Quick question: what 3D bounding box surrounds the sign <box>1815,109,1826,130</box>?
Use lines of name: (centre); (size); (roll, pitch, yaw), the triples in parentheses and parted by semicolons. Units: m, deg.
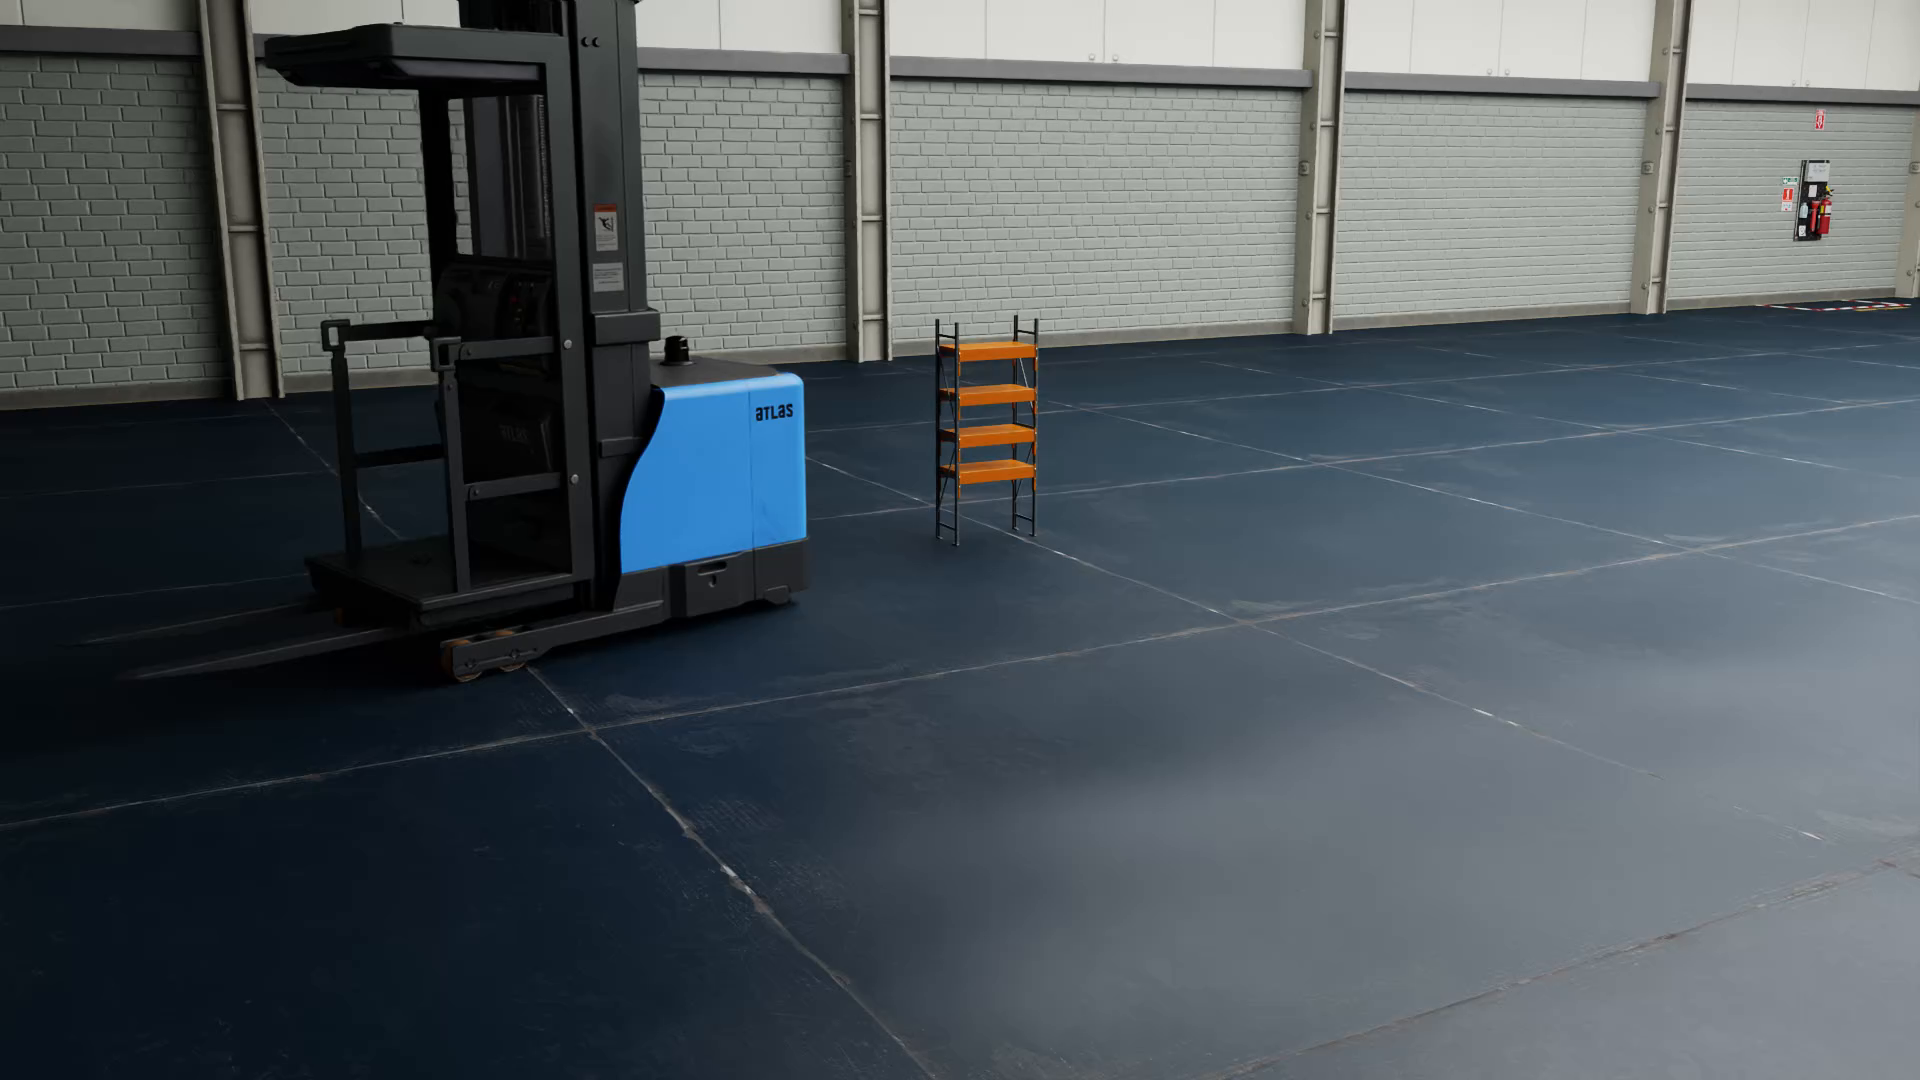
sign: (12.600, -6.157, 24.358); (0.199, 0.298, 0.001); (-7, 14, -28)

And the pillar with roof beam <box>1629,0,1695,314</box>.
pillar with roof beam: (11.638, -6.727, 18.503); (0.400, 9.000, 9.100); (-7, 14, -28)

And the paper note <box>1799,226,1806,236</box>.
paper note: (12.466, -4.573, 24.604); (0.142, 0.148, 0.016); (-7, 14, -28)

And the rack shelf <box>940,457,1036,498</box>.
rack shelf: (0.145, -0.343, 9.113); (0.480, 0.148, 0.258); (-7, 14, -28)

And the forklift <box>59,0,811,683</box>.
forklift: (-2.116, -0.996, 6.857); (3.031, 2.935, 1.130); (-12, 17, -42)

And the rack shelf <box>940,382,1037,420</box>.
rack shelf: (0.145, -0.755, 9.020); (0.480, 0.148, 0.258); (-7, 14, -28)

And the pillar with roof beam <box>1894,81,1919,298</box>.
pillar with roof beam: (16.905, -7.358, 21.308); (0.400, 9.000, 9.100); (-7, 14, -28)

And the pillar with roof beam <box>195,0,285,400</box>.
pillar with roof beam: (-4.161, -4.833, 10.089); (0.400, 9.000, 9.100); (-7, 14, -28)

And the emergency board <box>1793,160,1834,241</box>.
emergency board: (12.655, -5.008, 24.531); (0.643, 1.169, 0.194); (-7, 14, -28)

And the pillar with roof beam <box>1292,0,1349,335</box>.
pillar with roof beam: (6.372, -6.095, 15.699); (0.400, 9.000, 9.100); (-7, 14, -28)

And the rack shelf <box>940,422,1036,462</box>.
rack shelf: (0.145, -0.537, 9.070); (0.480, 0.148, 0.258); (-7, 14, -28)

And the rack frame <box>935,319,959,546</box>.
rack frame: (-0.069, -0.577, 8.941); (0.015, 1.200, 0.240); (-7, 14, -28)

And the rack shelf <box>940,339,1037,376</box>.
rack shelf: (0.145, -0.986, 8.969); (0.480, 0.148, 0.258); (-7, 14, -28)

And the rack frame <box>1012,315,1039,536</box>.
rack frame: (0.359, -0.628, 9.169); (0.015, 1.200, 0.240); (-7, 14, -28)

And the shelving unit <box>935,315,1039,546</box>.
shelving unit: (0.145, -0.603, 9.055); (0.503, 1.200, 0.258); (-7, 14, -28)

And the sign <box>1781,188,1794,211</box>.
sign: (12.120, -4.987, 24.357); (0.234, 0.329, 0.001); (-7, 14, -28)

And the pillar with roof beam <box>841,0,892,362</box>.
pillar with roof beam: (1.106, -5.464, 12.894); (0.400, 9.000, 9.100); (-7, 14, -28)

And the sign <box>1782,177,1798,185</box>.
sign: (12.128, -5.245, 24.293); (0.331, 0.109, 0.001); (-7, 14, -28)
